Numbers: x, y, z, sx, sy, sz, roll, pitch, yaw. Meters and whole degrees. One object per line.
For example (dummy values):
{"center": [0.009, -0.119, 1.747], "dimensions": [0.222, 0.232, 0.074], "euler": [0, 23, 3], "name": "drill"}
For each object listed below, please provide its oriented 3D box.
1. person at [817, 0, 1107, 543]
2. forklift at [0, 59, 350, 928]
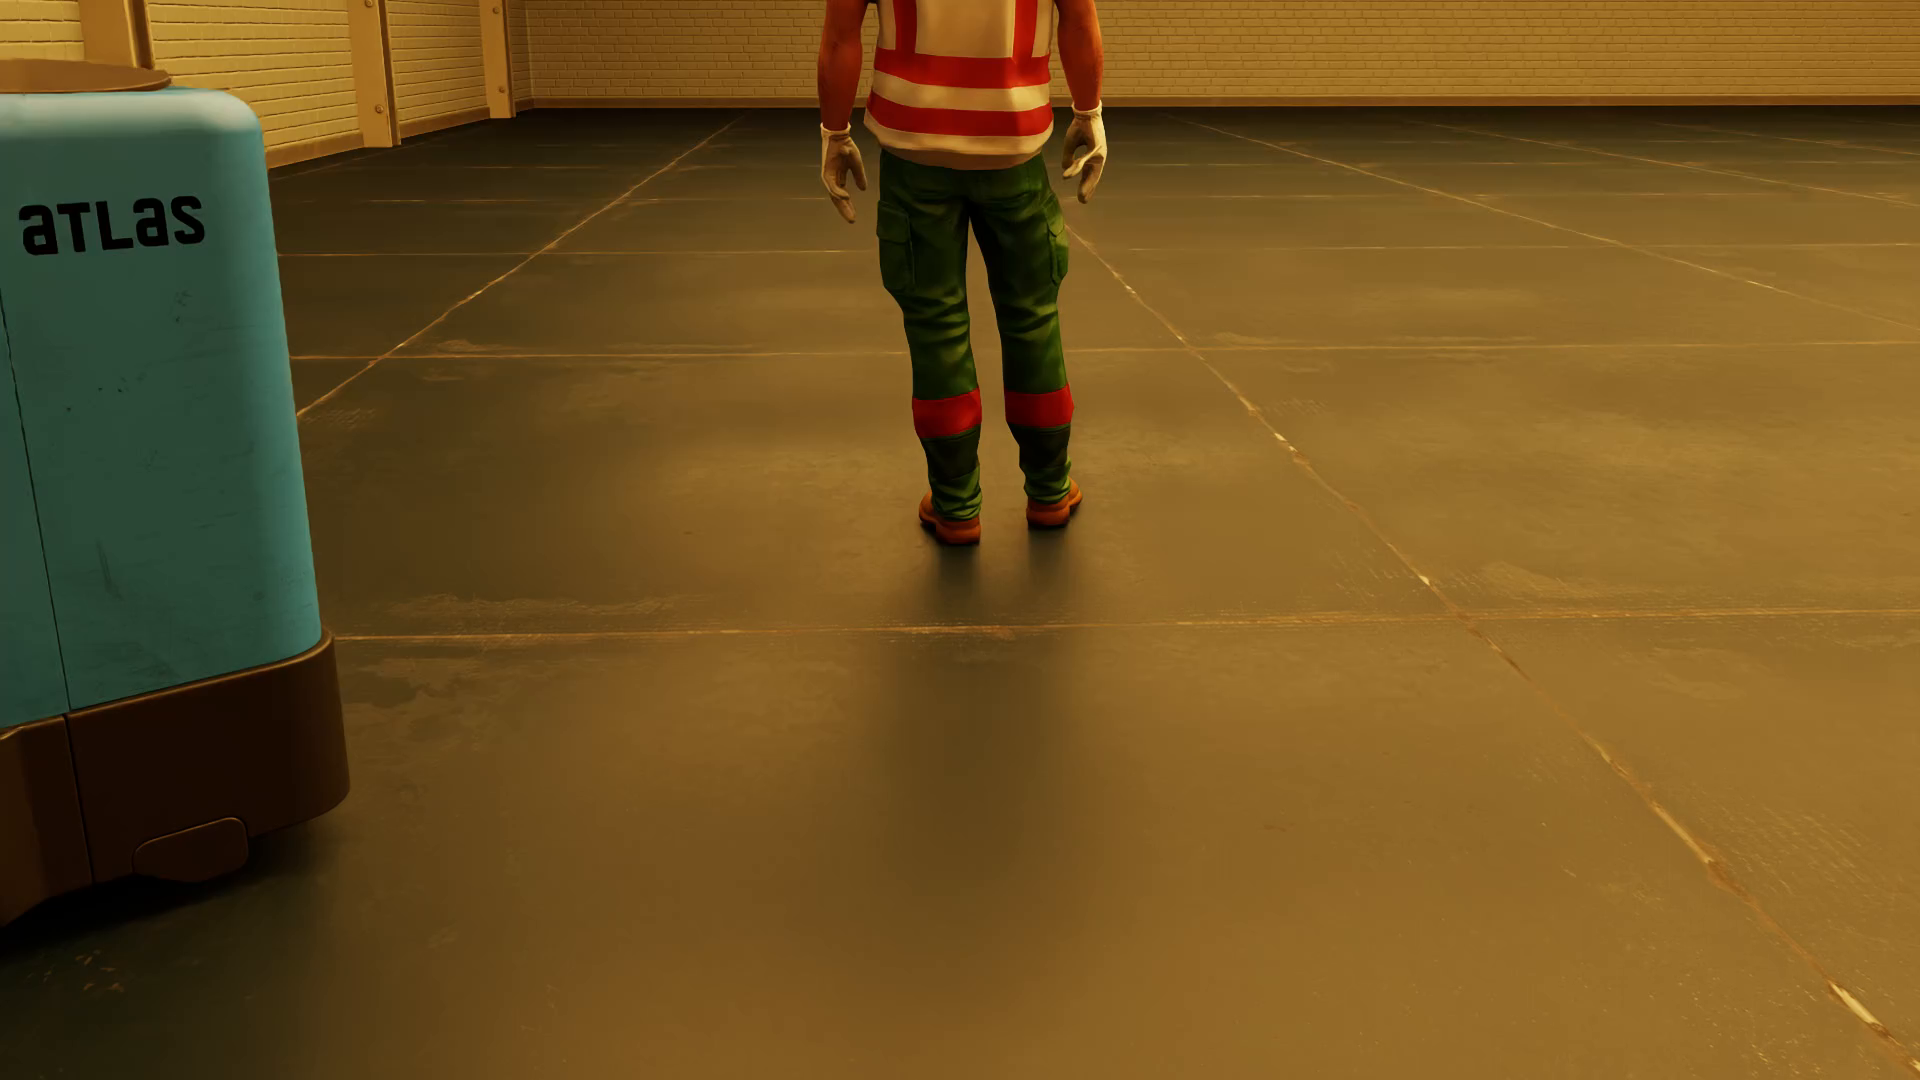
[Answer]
{"center": [0.006, -0.884, 3.733], "dimensions": [0.638, 1.784, 0.562], "euler": [-1, 17, -3], "name": "person"}
{"center": [-2.334, -0.771, 1.428], "dimensions": [3.031, 2.935, 1.130], "euler": [-15, 22, -40], "name": "forklift"}
